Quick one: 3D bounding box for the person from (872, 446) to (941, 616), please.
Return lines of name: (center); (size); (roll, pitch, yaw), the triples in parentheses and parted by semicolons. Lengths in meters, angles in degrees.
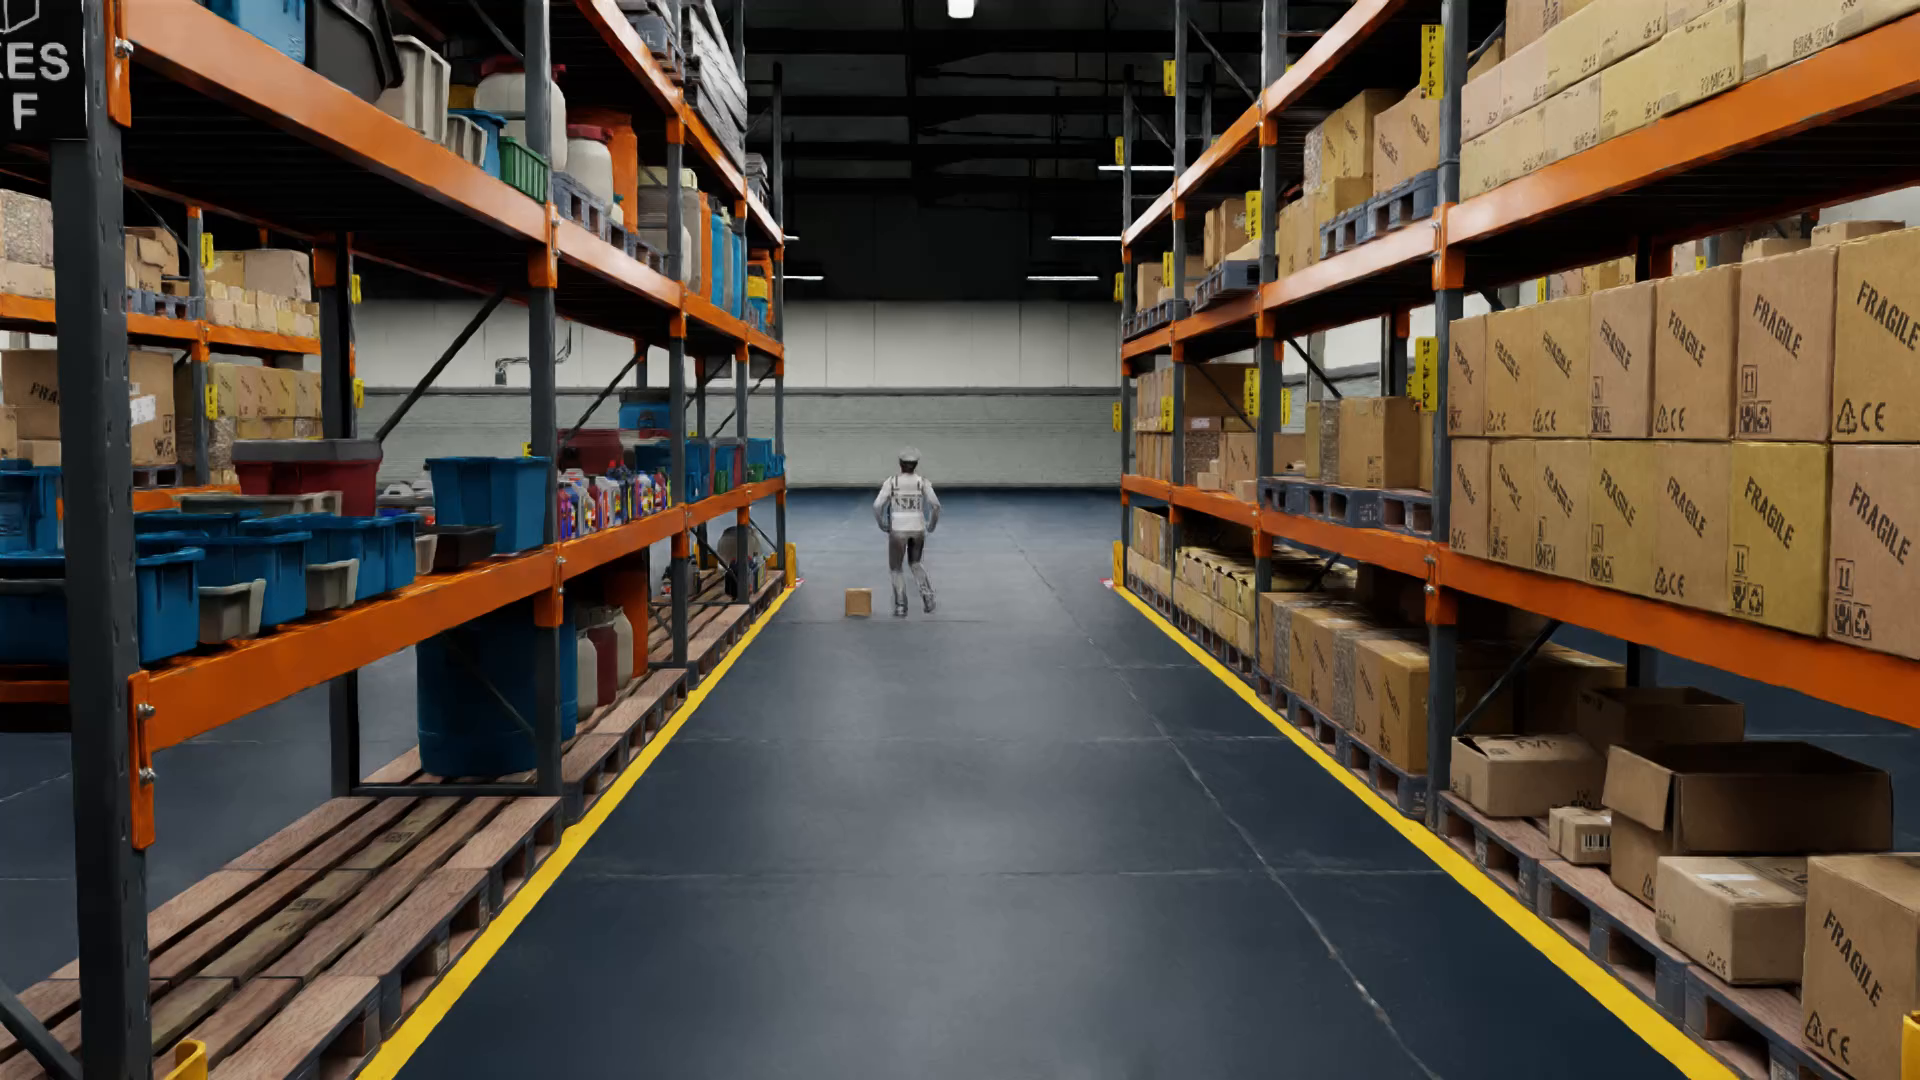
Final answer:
person: (-0.550, -0.080, 16.240); (0.655, 1.667, 0.468); (-1, 4, -18)
